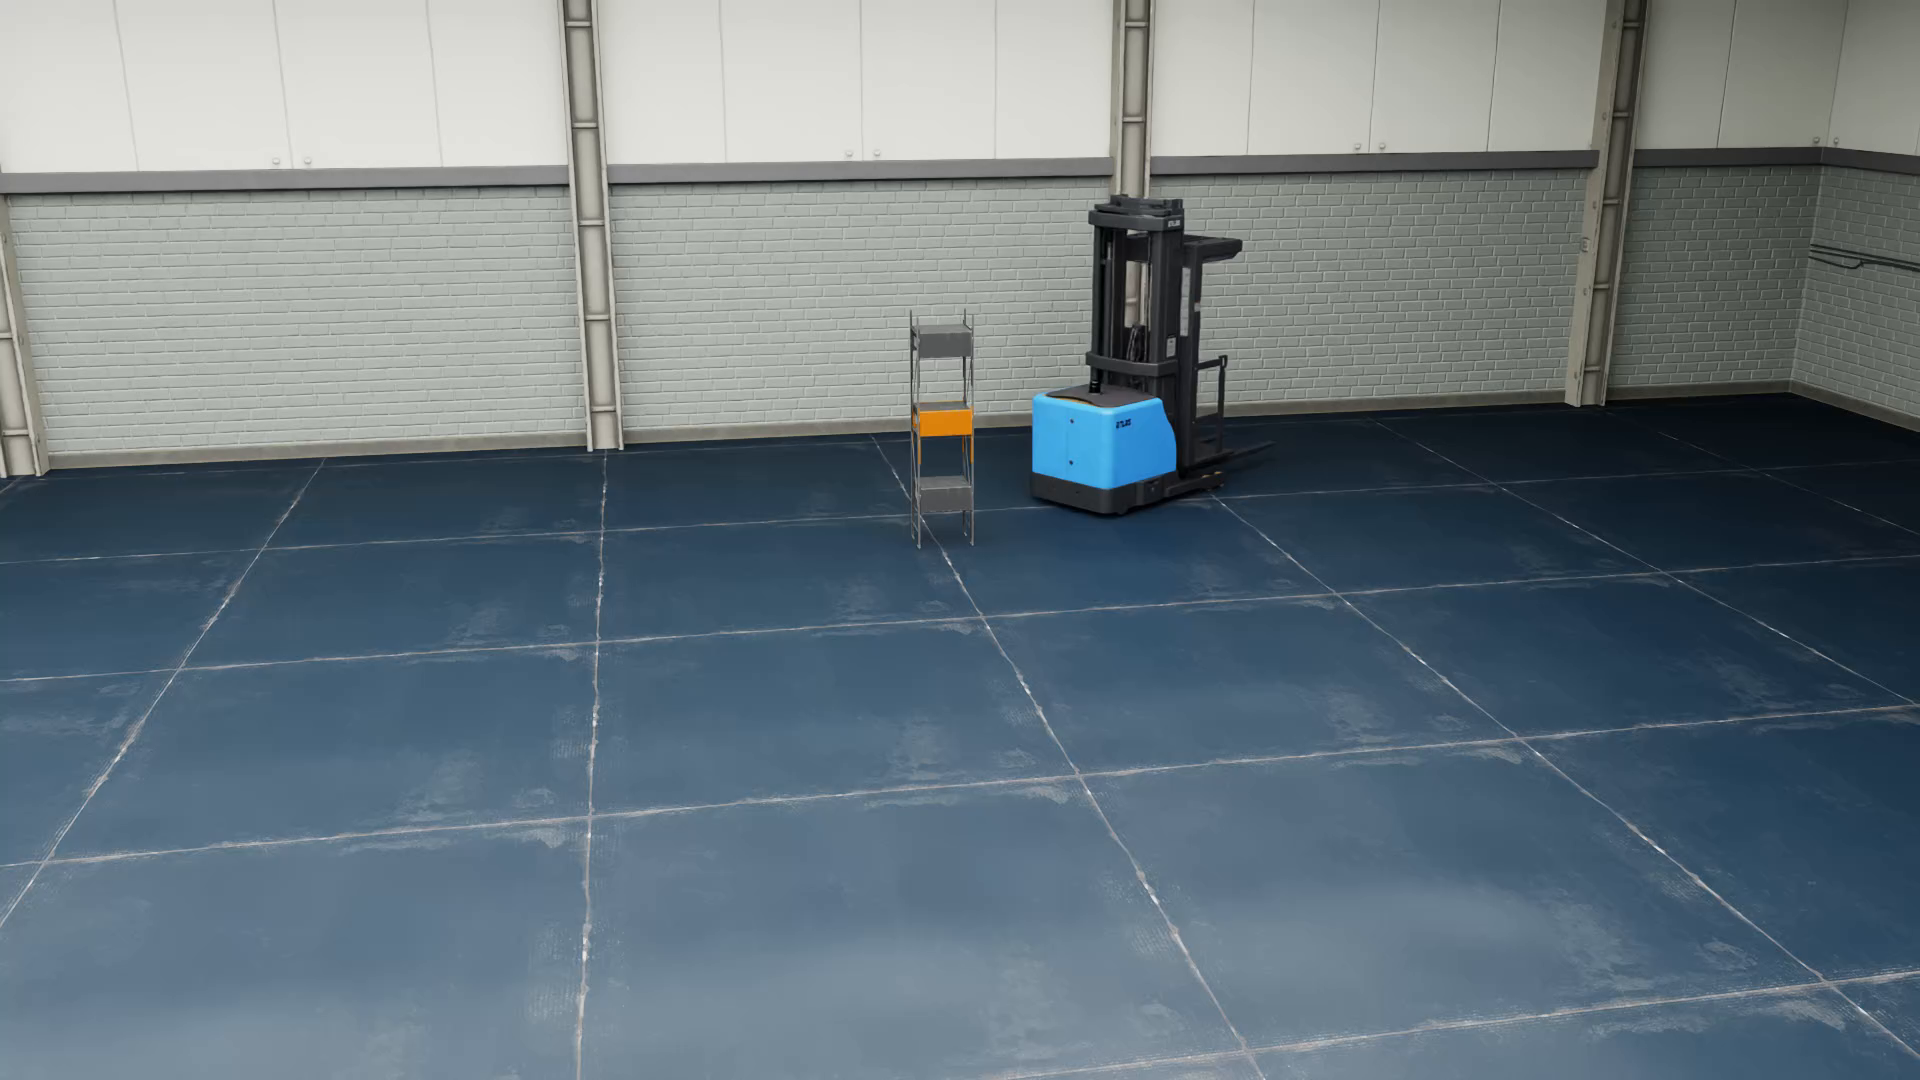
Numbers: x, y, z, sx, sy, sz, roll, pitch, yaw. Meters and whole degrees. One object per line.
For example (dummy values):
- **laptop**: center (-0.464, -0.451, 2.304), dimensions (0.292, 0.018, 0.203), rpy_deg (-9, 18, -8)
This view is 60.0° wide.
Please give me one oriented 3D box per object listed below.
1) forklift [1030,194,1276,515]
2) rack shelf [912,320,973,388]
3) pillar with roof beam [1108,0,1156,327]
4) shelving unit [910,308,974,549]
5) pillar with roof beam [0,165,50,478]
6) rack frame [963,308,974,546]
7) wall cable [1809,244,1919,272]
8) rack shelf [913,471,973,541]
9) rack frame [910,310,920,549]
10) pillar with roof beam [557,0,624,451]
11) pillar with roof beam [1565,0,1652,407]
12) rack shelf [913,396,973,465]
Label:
- **forklift**: center (2.094, -1.992, 16.745), dimensions (3.031, 2.935, 1.130), rpy_deg (-16, 23, -42)
- **rack shelf**: center (-0.163, -1.651, 14.710), dimensions (0.480, 0.518, 0.431), rpy_deg (-3, 17, -10)
- **pillar with roof beam**: center (2.739, -4.436, 14.367), dimensions (0.400, 9.000, 9.100), rpy_deg (-3, 17, -10)
- **shelving unit**: center (-0.163, -0.995, 14.912), dimensions (0.503, 2.100, 0.431), rpy_deg (-3, 17, -10)
- **pillar with roof beam**: center (-9.043, -3.768, 12.191), dimensions (0.400, 9.000, 9.100), rpy_deg (-3, 17, -10)
- **rack frame**: center (0.077, -1.008, 14.956), dimensions (0.015, 2.100, 0.400), rpy_deg (-3, 17, -10)
- **wall cable**: center (10.956, -4.310, 19.244), dimensions (0.112, 2.526, 3.097), rpy_deg (-3, 17, -10)
- **rack shelf**: center (-0.163, -0.312, 15.121), dimensions (0.480, 0.518, 0.431), rpy_deg (-3, 17, -10)
- **rack frame**: center (-0.402, -0.981, 14.867), dimensions (0.015, 2.100, 0.400), rpy_deg (-3, 17, -10)
- **pillar with roof beam**: center (-3.152, -4.102, 13.279), dimensions (0.400, 9.000, 9.100), rpy_deg (-3, 17, -10)
- **pillar with roof beam**: center (8.630, -4.770, 15.455), dimensions (0.400, 9.000, 9.100), rpy_deg (-3, 17, -10)
- **rack shelf**: center (-0.163, -0.981, 14.916), dimensions (0.480, 0.518, 0.431), rpy_deg (-3, 17, -10)
